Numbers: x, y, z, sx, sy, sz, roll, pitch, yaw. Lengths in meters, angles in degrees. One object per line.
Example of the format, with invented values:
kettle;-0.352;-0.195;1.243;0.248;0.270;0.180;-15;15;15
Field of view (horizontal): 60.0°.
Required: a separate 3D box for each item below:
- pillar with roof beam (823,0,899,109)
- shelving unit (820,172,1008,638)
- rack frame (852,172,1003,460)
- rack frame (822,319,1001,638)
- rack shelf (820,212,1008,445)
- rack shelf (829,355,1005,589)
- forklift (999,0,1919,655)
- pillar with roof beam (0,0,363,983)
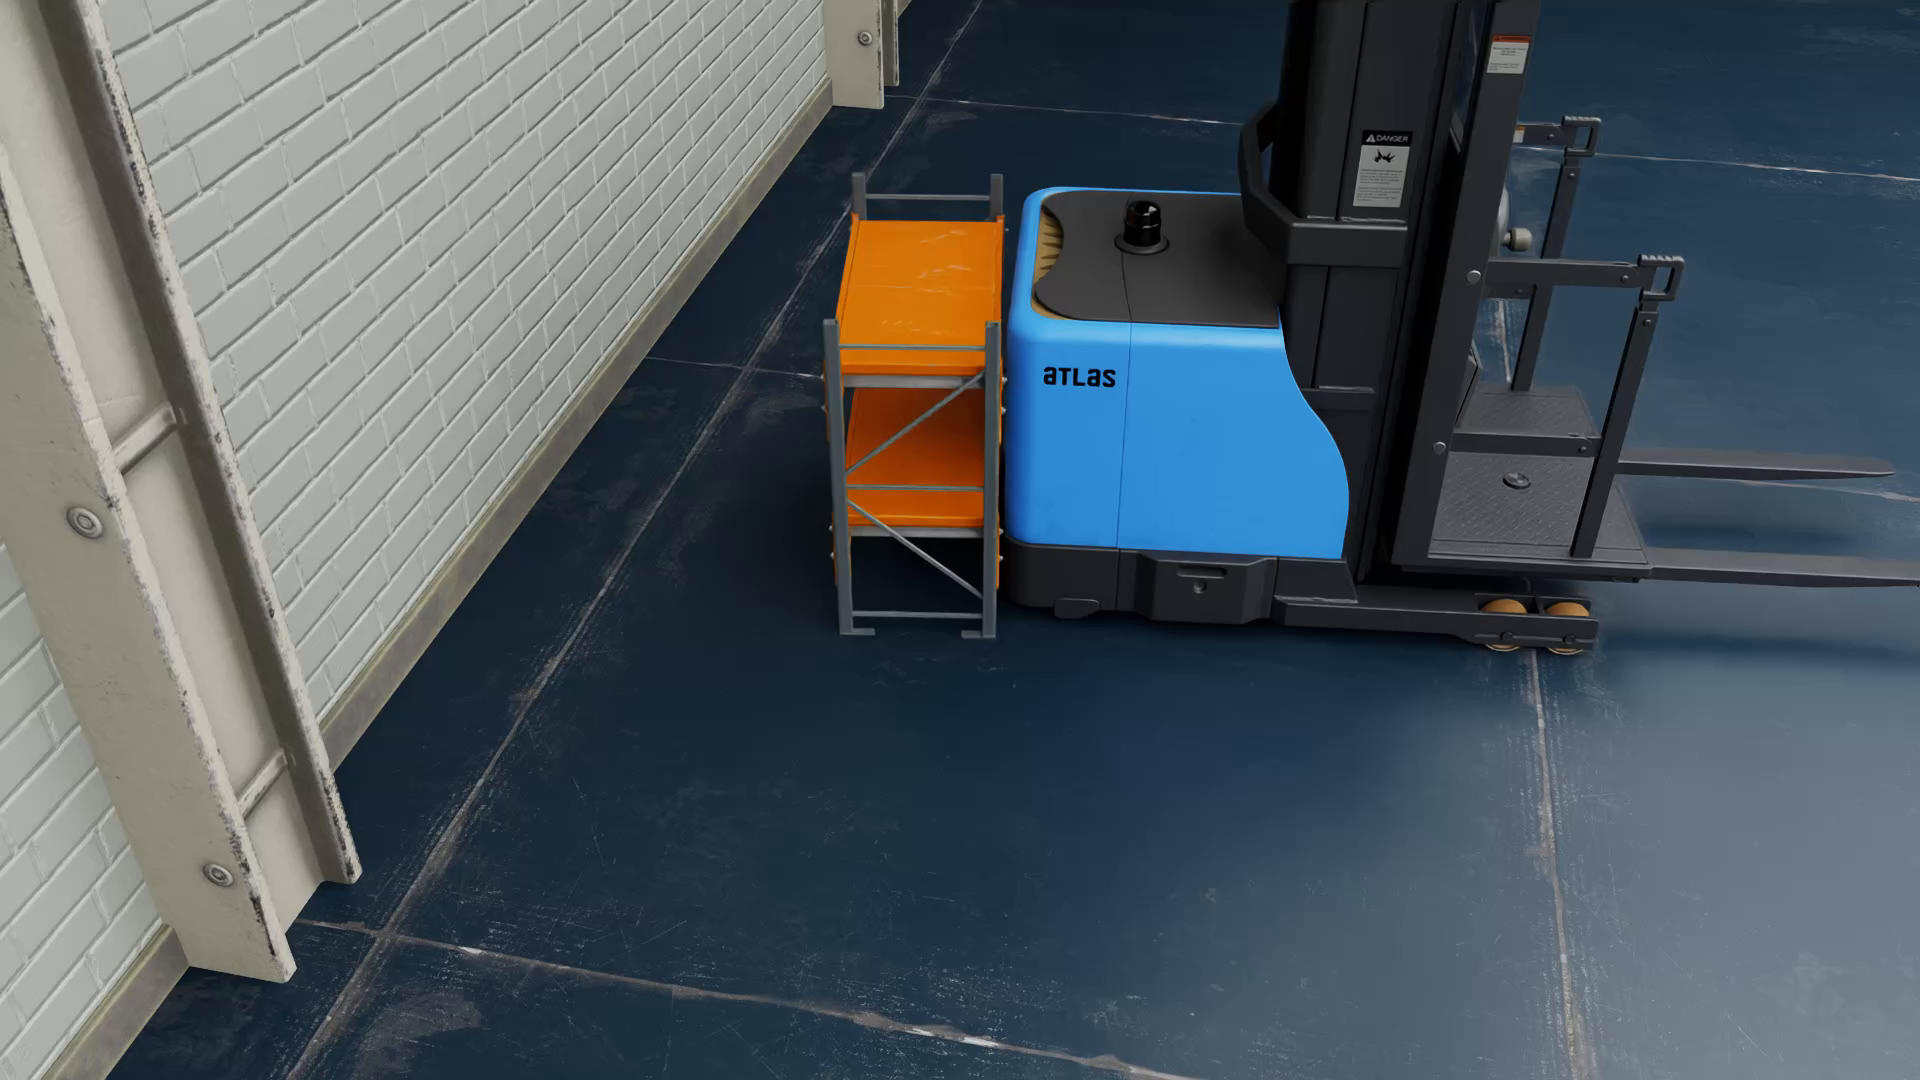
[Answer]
pillar with roof beam;3.675;-5.556;5.747;9.100;9.000;0.400;7;37;10
shelving unit;-0.122;-0.453;5.416;0.538;1.125;1.048;1;36;1
rack frame;-0.108;-0.751;5.828;0.500;1.125;0.032;1;36;1
rack frame;-0.136;-0.155;5.005;0.500;1.125;0.032;1;36;1
rack shelf;-0.122;-0.690;5.244;0.538;0.278;1.000;1;36;1
rack shelf;-0.122;-0.255;5.560;0.538;0.278;1.000;1;36;1
forklift;1.672;-1.152;4.841;3.031;2.935;1.130;3;36;4
pillar with roof beam;2.394;-2.116;1.001;9.100;9.000;0.400;7;37;10
